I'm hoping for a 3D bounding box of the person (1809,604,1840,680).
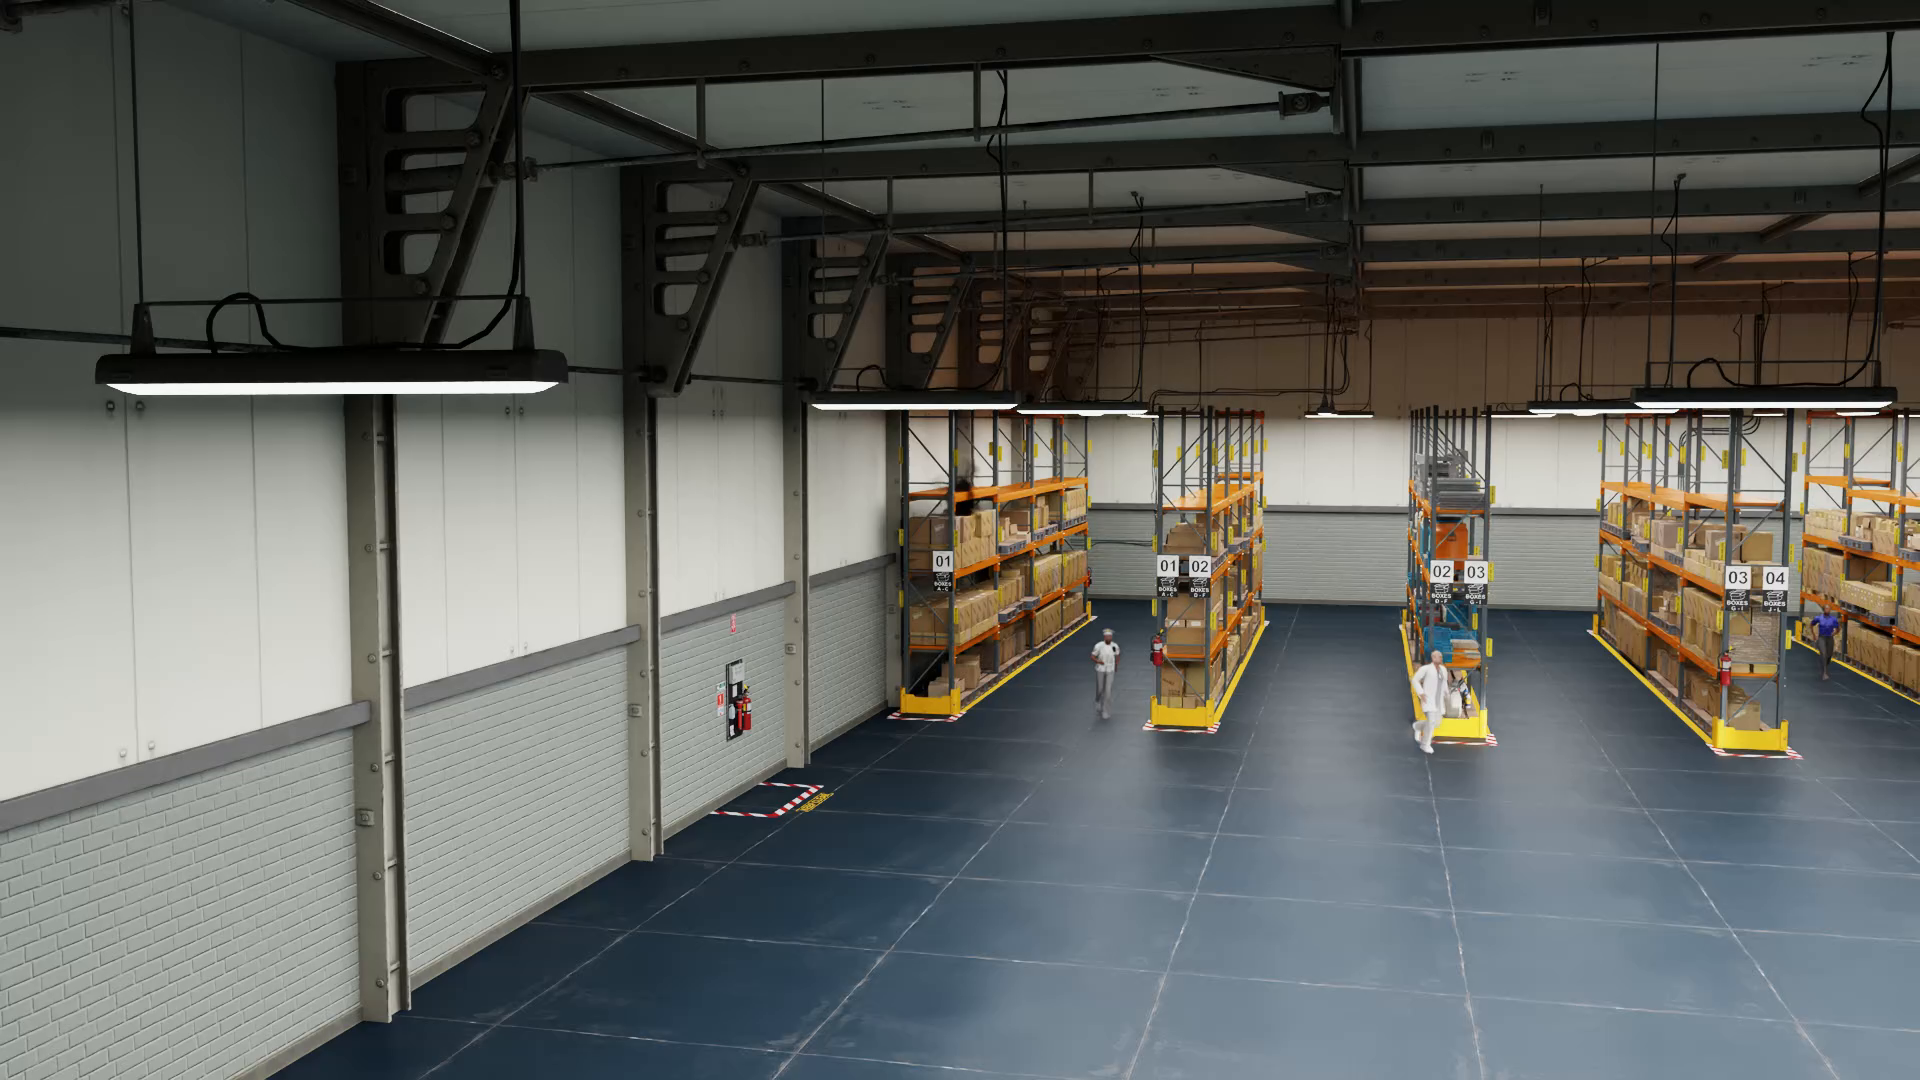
[{"bbox_3d":[19.212,2.246,36.946,0.597,1.647,0.809,1,4,12],"label":"person"}]

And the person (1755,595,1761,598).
[{"bbox_3d":[20.689,1.791,43.802,0.747,1.607,0.647,3,5,35],"label":"person"}]

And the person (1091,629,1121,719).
[{"bbox_3d":[2.835,2.561,32.316,0.597,1.712,0.861,0,4,1],"label":"person"}]

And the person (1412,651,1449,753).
[{"bbox_3d":[8.216,2.801,29.040,0.759,1.742,0.706,-2,4,-24],"label":"person"}]
